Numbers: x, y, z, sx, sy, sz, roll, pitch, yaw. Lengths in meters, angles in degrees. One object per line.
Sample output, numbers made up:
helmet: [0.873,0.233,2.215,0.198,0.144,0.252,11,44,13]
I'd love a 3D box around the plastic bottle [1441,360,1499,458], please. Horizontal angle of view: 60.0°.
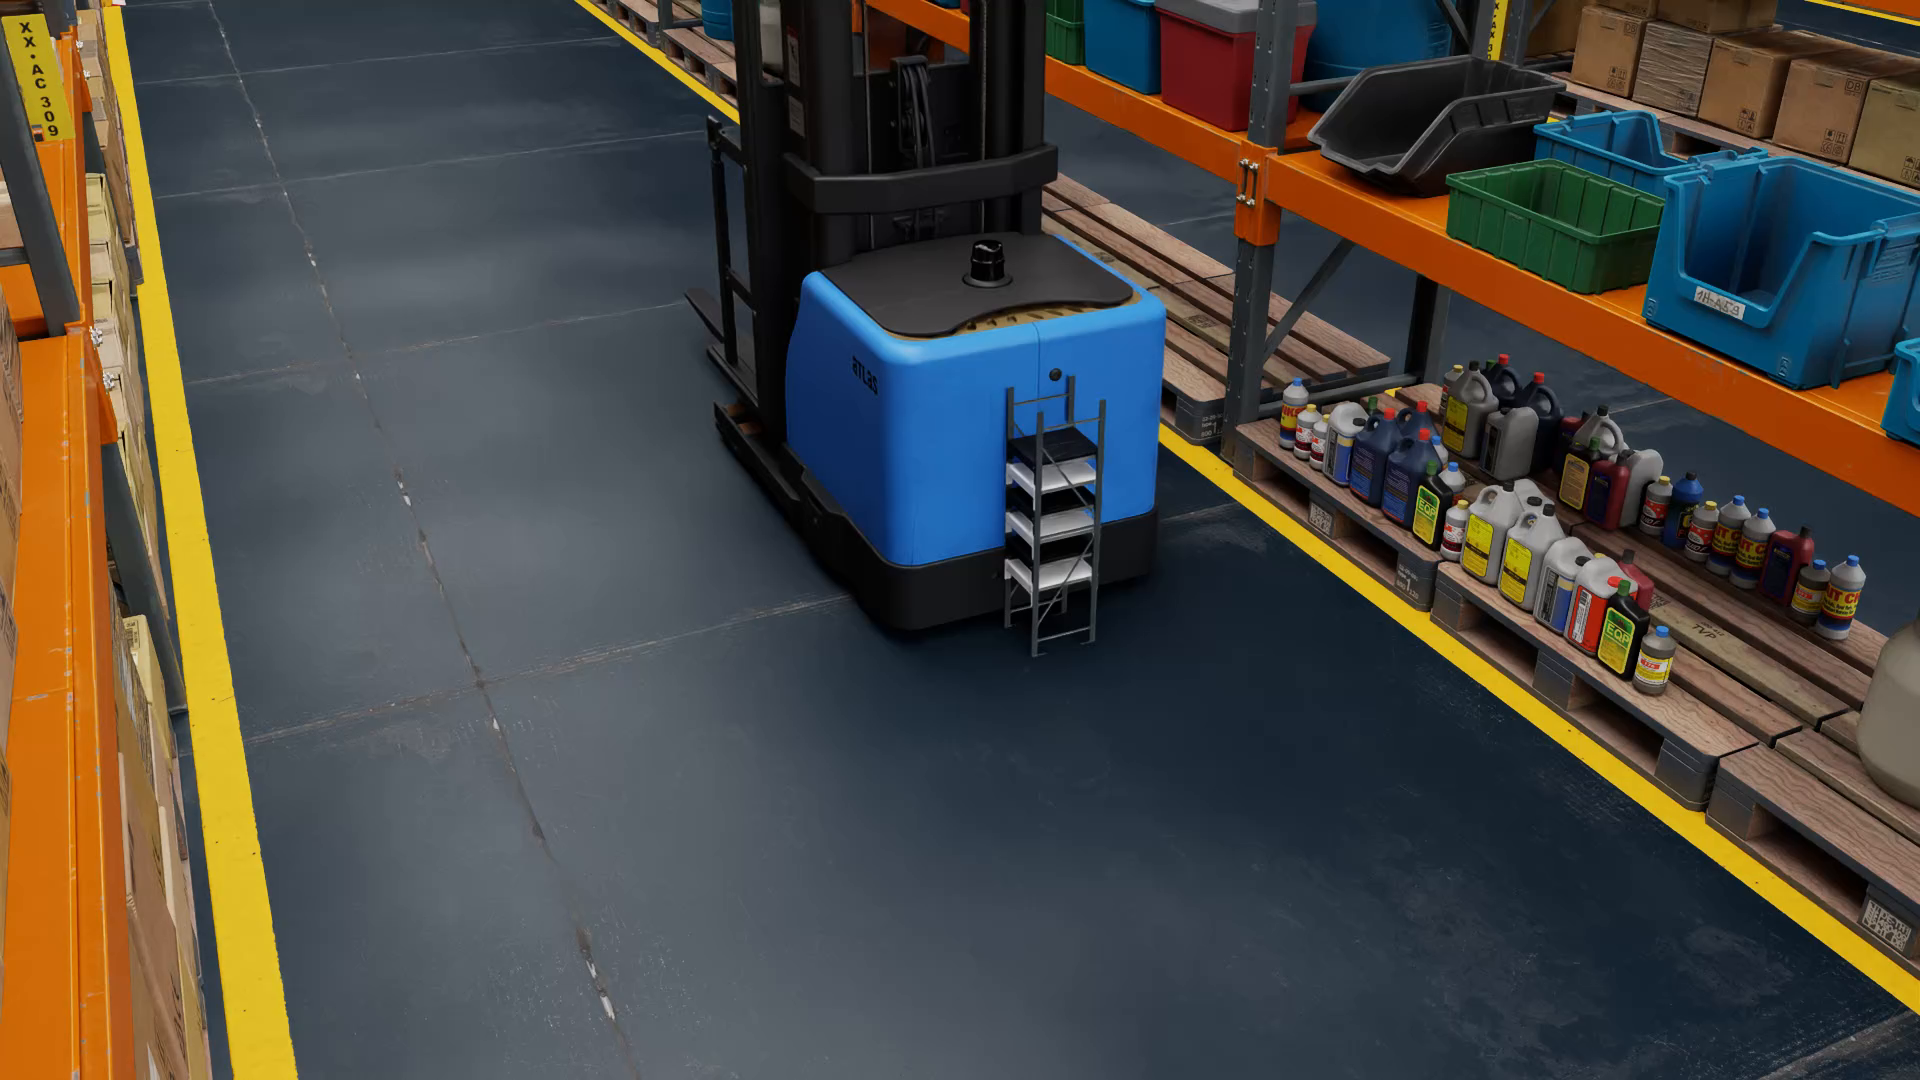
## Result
plastic bottle: [1.953,-0.508,6.347,0.144,0.351,0.185,-13,32,-22]

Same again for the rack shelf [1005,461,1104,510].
rack shelf: [0.304,-0.197,5.381,0.258,0.077,0.200,-13,32,-21]

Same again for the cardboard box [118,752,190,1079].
cardboard box: [-1.883,0.822,3.332,0.500,0.500,0.500,-13,32,-22]

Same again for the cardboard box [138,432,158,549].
cardboard box: [-3.097,-0.127,5.792,0.500,0.250,0.500,-12,32,-21]

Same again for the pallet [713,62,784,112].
pallet: [-1.067,-3.154,11.659,1.003,0.211,1.213,-13,32,-22]

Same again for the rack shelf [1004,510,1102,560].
rack shelf: [0.304,-0.040,5.469,0.258,0.077,0.200,-13,32,-21]

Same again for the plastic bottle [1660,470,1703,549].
plastic bottle: [2.489,-0.112,5.722,0.097,0.271,0.097,0,29,0]

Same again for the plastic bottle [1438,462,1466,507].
plastic bottle: [1.696,-0.143,5.778,0.097,0.271,0.097,0,29,0]

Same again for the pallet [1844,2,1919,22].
pallet: [8.491,-4.659,14.342,1.003,0.211,1.213,-13,32,-22]

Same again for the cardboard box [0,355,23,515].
cardboard box: [-2.501,-0.304,3.624,0.700,0.500,0.500,-13,32,-22]

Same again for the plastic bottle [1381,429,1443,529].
plastic bottle: [1.599,-0.235,5.861,0.144,0.351,0.185,-15,32,-24]

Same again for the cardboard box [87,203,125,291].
cardboard box: [-3.970,-1.275,7.265,0.500,0.311,0.500,-14,32,-23]

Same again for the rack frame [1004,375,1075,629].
rack frame: [0.262,-0.114,5.533,0.240,0.900,0.006,-13,32,-21]

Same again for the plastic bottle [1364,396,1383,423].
plastic bottle: [1.546,-0.385,6.198,0.061,0.283,0.133,-13,32,-22]

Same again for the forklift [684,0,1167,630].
forklift: [-0.375,-1.677,6.244,1.130,2.935,3.031,-13,32,-21]

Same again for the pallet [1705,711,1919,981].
pallet: [2.844,0.874,4.476,1.003,0.211,1.213,-13,32,-22]

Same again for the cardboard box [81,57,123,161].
cardboard box: [-5.253,-2.499,9.746,0.500,0.500,0.500,-14,32,-24]

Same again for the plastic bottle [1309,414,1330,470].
plastic bottle: [1.374,-0.374,6.262,0.097,0.201,0.097,0,29,0]

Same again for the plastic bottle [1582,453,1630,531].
plastic bottle: [2.274,-0.186,5.842,0.061,0.283,0.133,-13,32,-22]

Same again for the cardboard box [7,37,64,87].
cardboard box: [-4.011,-2.005,7.016,0.380,0.149,0.250,-13,32,-22]

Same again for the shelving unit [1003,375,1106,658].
shelving unit: [0.304,-0.069,5.452,0.258,0.900,0.210,-13,32,-21]

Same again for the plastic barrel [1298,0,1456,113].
plastic barrel: [1.654,-2.178,6.556,0.600,0.901,0.708,-13,32,-22]

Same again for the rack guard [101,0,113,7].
rack guard: [-8.048,-4.864,14.413,1.175,0.500,0.348,-13,32,-22]

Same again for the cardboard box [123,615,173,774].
cardboard box: [-2.533,0.488,4.695,0.500,0.250,0.500,-13,32,-22]

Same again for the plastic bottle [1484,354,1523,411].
plastic bottle: [2.083,-0.538,6.401,0.144,0.351,0.185,-14,32,-23]

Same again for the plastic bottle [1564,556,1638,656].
plastic bottle: [1.996,0.201,5.159,0.152,0.276,0.135,-13,32,-22]

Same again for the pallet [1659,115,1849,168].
pallet: [5.156,-2.433,10.372,1.003,0.211,1.213,-13,32,-22]

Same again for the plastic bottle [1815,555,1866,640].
plastic bottle: [2.766,0.173,5.214,0.097,0.271,0.097,0,29,0]

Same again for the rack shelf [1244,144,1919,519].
rack shelf: [2.405,-0.528,4.861,1.077,0.370,4.000,-13,32,-22]

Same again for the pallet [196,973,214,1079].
pallet: [-2.098,1.429,3.486,1.003,0.211,1.213,-13,32,-22]

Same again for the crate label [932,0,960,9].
crate label: [0.011,-3.012,8.519,0.502,0.435,0.616,-13,32,-22]

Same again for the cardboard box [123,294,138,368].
cardboard box: [-3.763,-0.807,7.004,0.500,0.250,0.500,-12,32,-21]

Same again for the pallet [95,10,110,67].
pallet: [-7.185,-3.848,12.897,1.003,0.211,1.213,-13,32,-22]

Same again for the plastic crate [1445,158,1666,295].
plastic crate: [1.874,-0.974,5.137,0.450,0.188,0.662,-13,32,-22]

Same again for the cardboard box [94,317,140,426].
cardboard box: [-3.315,-0.601,6.064,0.500,0.311,0.500,-14,32,-24]

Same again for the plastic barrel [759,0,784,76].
plastic barrel: [-1.204,-3.533,11.597,0.421,0.512,0.421,0,29,0]

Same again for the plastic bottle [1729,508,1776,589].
plastic bottle: [2.619,0.022,5.484,0.097,0.271,0.097,0,29,0]

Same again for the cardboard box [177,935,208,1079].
cardboard box: [-1.884,1.149,3.515,0.500,0.250,0.500,-13,32,-22]

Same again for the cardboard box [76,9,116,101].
cardboard box: [-5.893,-3.165,10.933,0.500,0.500,0.500,-13,32,-22]

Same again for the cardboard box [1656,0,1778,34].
cardboard box: [4.854,-3.439,10.656,0.500,0.250,0.500,-9,31,-16]

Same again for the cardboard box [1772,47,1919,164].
cardboard box: [5.347,-2.605,9.934,0.700,0.500,0.500,-16,33,-26]

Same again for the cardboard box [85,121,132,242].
cardboard box: [-4.584,-1.817,8.529,0.500,0.500,0.500,-12,31,-20]

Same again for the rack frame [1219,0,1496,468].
rack frame: [1.546,-1.726,6.260,1.000,3.000,0.127,-13,32,-22]

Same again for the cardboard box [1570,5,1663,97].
cardboard box: [4.608,-3.342,11.250,0.700,0.500,0.500,-15,33,-25]

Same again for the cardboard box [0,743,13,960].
cardboard box: [-1.839,0.376,2.411,0.700,0.500,0.500,-13,32,-22]

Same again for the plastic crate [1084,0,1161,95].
plastic crate: [0.792,-2.141,7.017,0.392,0.384,0.575,-13,32,-22]

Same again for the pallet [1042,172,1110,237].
pallet: [0.126,-1.926,9.469,1.003,0.211,1.213,-13,32,-22]

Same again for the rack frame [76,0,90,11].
rack frame: [-6.364,-4.221,10.711,1.000,3.000,0.127,-13,32,-22]

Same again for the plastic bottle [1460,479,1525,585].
plastic bottle: [1.781,-0.047,5.526,0.144,0.351,0.185,-13,32,-22]

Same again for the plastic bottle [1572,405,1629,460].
plastic bottle: [2.304,-0.311,5.996,0.144,0.351,0.185,-13,32,-22]

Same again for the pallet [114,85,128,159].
pallet: [-5.980,-2.653,10.766,1.003,0.211,1.213,-13,32,-22]

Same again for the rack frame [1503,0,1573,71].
rack frame: [4.302,-4.532,11.266,1.000,3.000,0.127,-13,32,-22]
